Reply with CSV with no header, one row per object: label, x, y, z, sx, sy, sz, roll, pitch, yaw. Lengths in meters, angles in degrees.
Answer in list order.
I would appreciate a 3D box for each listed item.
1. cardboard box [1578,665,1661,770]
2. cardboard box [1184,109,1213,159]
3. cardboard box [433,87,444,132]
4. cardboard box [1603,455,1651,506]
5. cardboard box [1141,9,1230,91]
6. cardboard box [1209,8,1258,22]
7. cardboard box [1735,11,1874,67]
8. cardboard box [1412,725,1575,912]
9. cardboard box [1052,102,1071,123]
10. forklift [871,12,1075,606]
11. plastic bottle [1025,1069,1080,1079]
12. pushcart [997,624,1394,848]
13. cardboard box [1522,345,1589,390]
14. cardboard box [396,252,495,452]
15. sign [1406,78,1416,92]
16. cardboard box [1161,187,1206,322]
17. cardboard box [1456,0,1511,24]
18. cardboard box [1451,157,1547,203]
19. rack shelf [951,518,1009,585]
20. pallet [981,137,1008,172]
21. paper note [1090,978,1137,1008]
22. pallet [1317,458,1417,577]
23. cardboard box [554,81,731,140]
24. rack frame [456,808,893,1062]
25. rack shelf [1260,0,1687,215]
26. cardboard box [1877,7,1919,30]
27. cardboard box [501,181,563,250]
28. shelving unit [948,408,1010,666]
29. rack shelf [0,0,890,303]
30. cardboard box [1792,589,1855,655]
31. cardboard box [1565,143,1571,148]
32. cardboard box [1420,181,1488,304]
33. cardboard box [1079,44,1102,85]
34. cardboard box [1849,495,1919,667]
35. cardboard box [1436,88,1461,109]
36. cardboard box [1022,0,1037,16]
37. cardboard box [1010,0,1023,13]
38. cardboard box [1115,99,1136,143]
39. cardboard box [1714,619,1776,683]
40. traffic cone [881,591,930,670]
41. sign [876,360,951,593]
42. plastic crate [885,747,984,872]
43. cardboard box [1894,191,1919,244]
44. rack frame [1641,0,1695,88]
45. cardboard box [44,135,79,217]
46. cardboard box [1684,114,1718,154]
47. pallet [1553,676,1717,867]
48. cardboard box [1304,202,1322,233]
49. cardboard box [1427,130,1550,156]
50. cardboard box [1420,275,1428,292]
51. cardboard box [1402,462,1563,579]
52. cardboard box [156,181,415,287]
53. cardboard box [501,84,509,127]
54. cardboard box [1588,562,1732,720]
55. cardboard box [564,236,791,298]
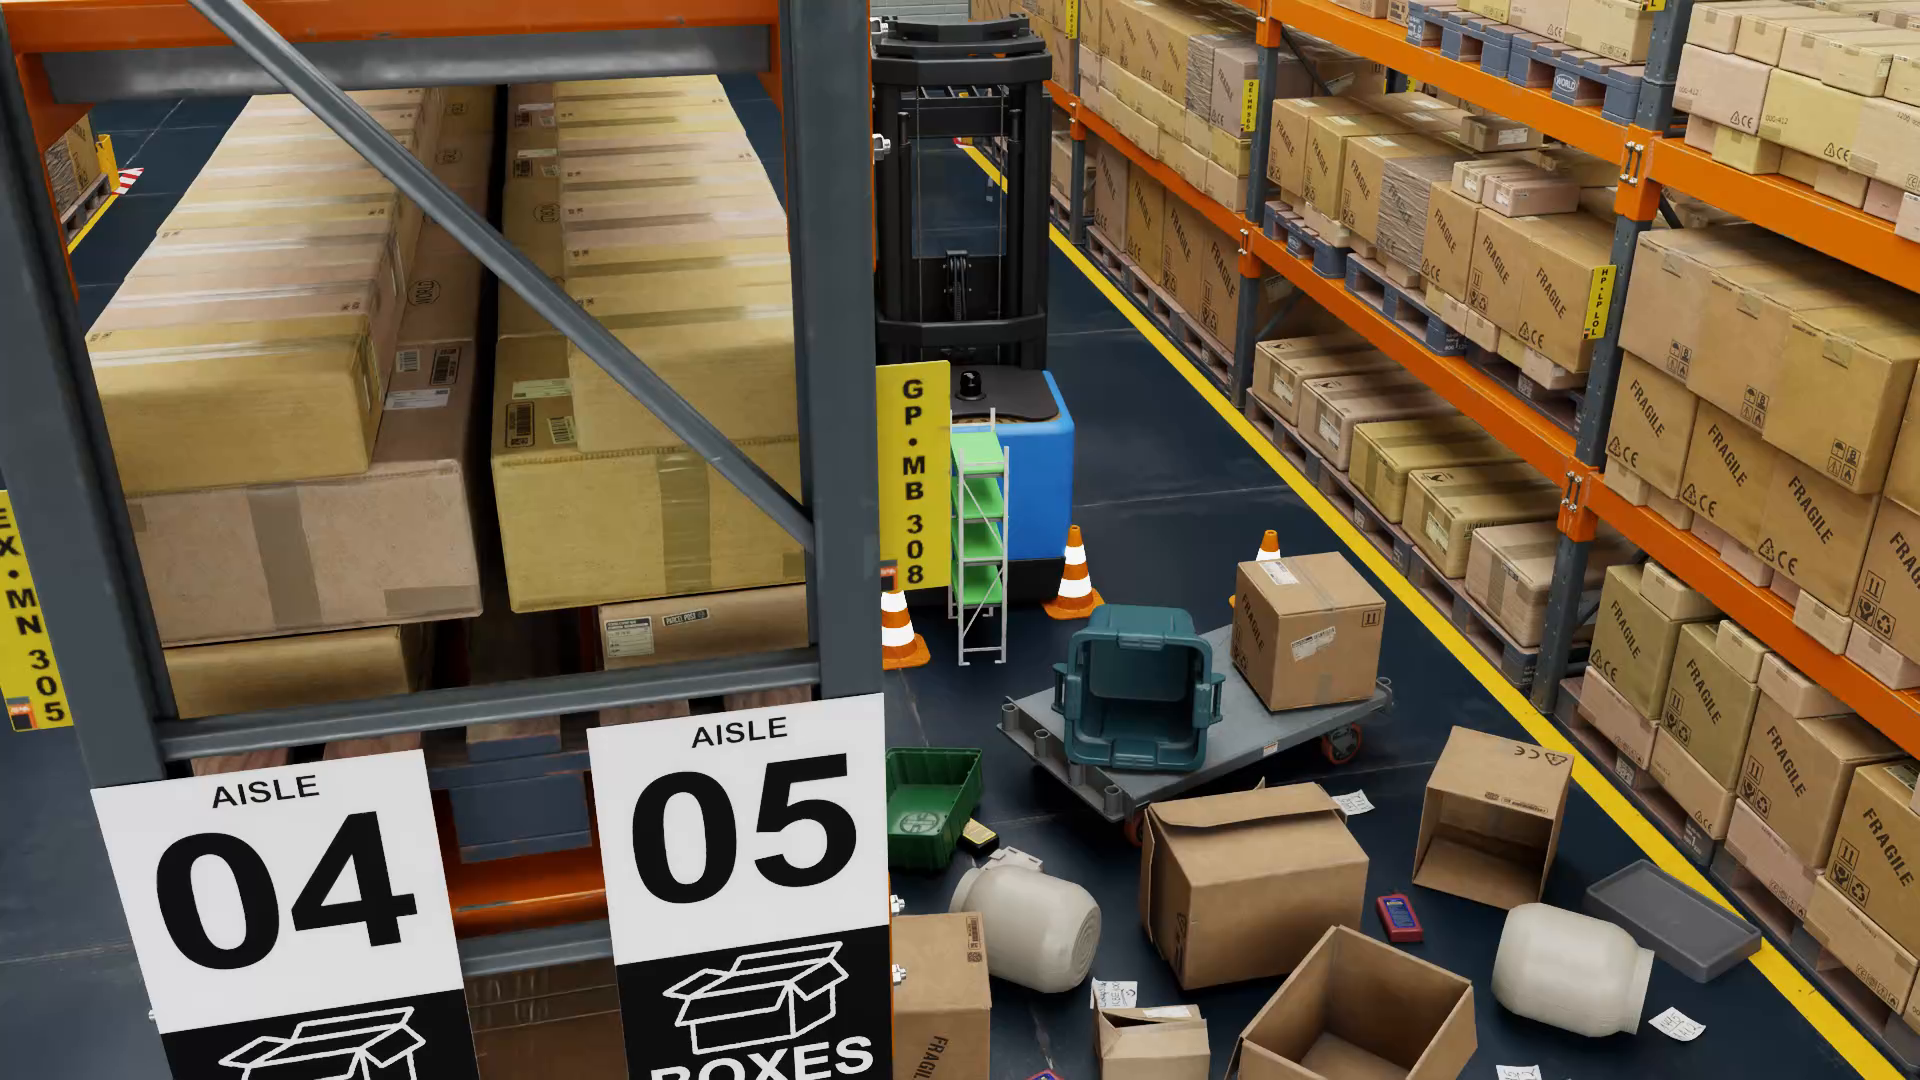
cardboard box,3.164,0.763,7.496,0.500,0.250,0.500,-7,28,-14
cardboard box,1.917,-2.888,11.754,0.500,0.250,0.500,-7,28,-13
cardboard box,-1.466,-1.079,4.047,0.380,0.149,0.250,-6,27,-12
cardboard box,3.053,-0.281,7.256,0.380,0.149,0.250,-6,27,-12
cardboard box,1.686,-3.677,12.486,0.500,0.500,0.500,-6,27,-12
cardboard box,2.187,-3.720,12.570,0.500,0.500,0.500,-6,27,-11
cardboard box,3.135,-1.864,6.179,0.380,0.149,0.250,-5,27,-10
cardboard box,2.210,1.159,6.895,0.500,0.500,0.500,13,30,24
cardboard box,1.051,-4.195,17.110,0.875,0.438,0.875,-5,27,-10
forklift,-0.071,-1.588,9.643,1.130,2.935,3.031,-3,27,-6
plastic bottle,0.287,1.941,5.837,0.283,0.061,0.133,-16,31,-29
pushcart,1.084,0.860,7.627,1.648,0.377,0.936,-16,31,-29
cardboard box,2.910,-0.837,7.892,0.380,0.149,0.250,-6,27,-11
cardboard box,-1.098,-0.304,2.954,0.500,0.250,0.500,-6,27,-11
sign,2.920,-2.861,10.892,0.100,0.325,0.005,-6,27,-12
cardboard box,2.121,-2.263,12.796,0.875,0.875,0.875,-6,27,-11
cardboard box,2.799,-2.712,8.165,0.500,0.250,0.500,-6,27,-11
cardboard box,2.718,-1.817,8.395,0.380,0.149,0.250,-7,28,-14
rack shelf,0.085,0.043,8.475,0.258,0.148,0.480,-3,27,-6
pallet,0.847,-4.244,17.924,1.003,0.211,1.213,-6,27,-12
paper note,0.584,1.722,6.312,0.172,0.023,0.155,3,27,6
pallet,2.839,-0.197,9.907,1.003,0.211,1.213,-6,27,-12
cardboard box,-0.712,-0.925,3.742,0.380,0.149,0.250,-6,27,-11
rack frame,-0.604,1.739,2.975,1.000,3.000,0.127,-6,27,-12
rack shelf,2.844,-2.460,8.764,1.077,0.370,4.000,-6,27,-12
cardboard box,3.712,-1.923,6.297,0.380,0.149,0.250,-7,28,-13
cardboard box,-0.693,-0.580,3.501,0.500,0.250,0.500,-6,27,-12
shelving unit,0.085,-0.014,8.446,0.258,1.200,0.503,-3,27,-6
rack shelf,-1.055,-1.317,3.615,1.077,0.370,4.000,-6,27,-12
cardboard box,3.332,0.282,6.142,0.380,0.149,0.250,-6,27,-11
cardboard box,6.408,-3.883,16.632,0.500,0.311,0.500,-5,27,-10
cardboard box,2.743,-1.553,8.591,0.500,0.500,0.500,-5,27,-10
cardboard box,1.316,-4.010,13.978,0.500,0.250,0.500,-7,28,-13
cardboard box,3.492,0.140,5.703,0.500,0.500,0.500,-6,27,-11
cardboard box,5.626,-4.752,18.144,0.700,0.500,0.500,-5,27,-9
cardboard box,0.886,-5.192,15.487,0.500,0.500,0.500,-6,27,-11
cardboard box,0.786,-4.974,16.165,0.500,0.500,0.500,-5,27,-10
cardboard box,1.552,-3.335,13.196,0.500,0.250,0.500,-6,27,-12
cardboard box,3.252,0.425,6.613,0.380,0.149,0.250,-5,27,-10
traffic cone,-0.336,0.374,8.496,0.336,0.463,0.334,-6,27,-12
sign,-0.062,-0.079,2.191,0.100,0.325,0.005,-6,27,-12
plastic crate,-0.190,1.156,7.188,0.450,0.188,0.662,-2,25,20
cardboard box,3.331,-1.054,5.460,0.380,0.149,0.250,-6,28,-13
rack frame,3.295,-3.242,6.186,1.000,3.000,0.127,-6,27,-12
cardboard box,-8.638,-3.392,15.034,0.875,0.875,0.875,-6,27,-12
cardboard box,3.124,-1.627,6.595,0.380,0.149,0.250,-6,27,-12
pallet,3.480,0.972,7.590,1.003,0.211,1.213,-6,27,-12
cardboard box,2.333,-1.981,10.159,0.380,0.149,0.250,-8,28,-15
cardboard box,3.008,-2.066,9.607,0.500,0.500,0.500,-8,28,-15
cardboard box,2.734,-1.412,9.032,0.380,0.149,0.250,-7,28,-13
cardboard box,3.009,-0.124,9.116,0.950,0.372,0.625,-4,27,-8
cardboard box,-1.183,-0.525,2.949,0.380,0.149,0.250,-5,27,-11
cardboard box,-1.668,-1.411,5.147,0.500,0.250,0.500,-6,27,-11
cardboard box,3.164,0.428,7.327,0.500,0.500,0.500,-5,27,-9
cardboard box,-0.425,-0.365,2.632,0.380,0.149,0.250,-6,27,-11
